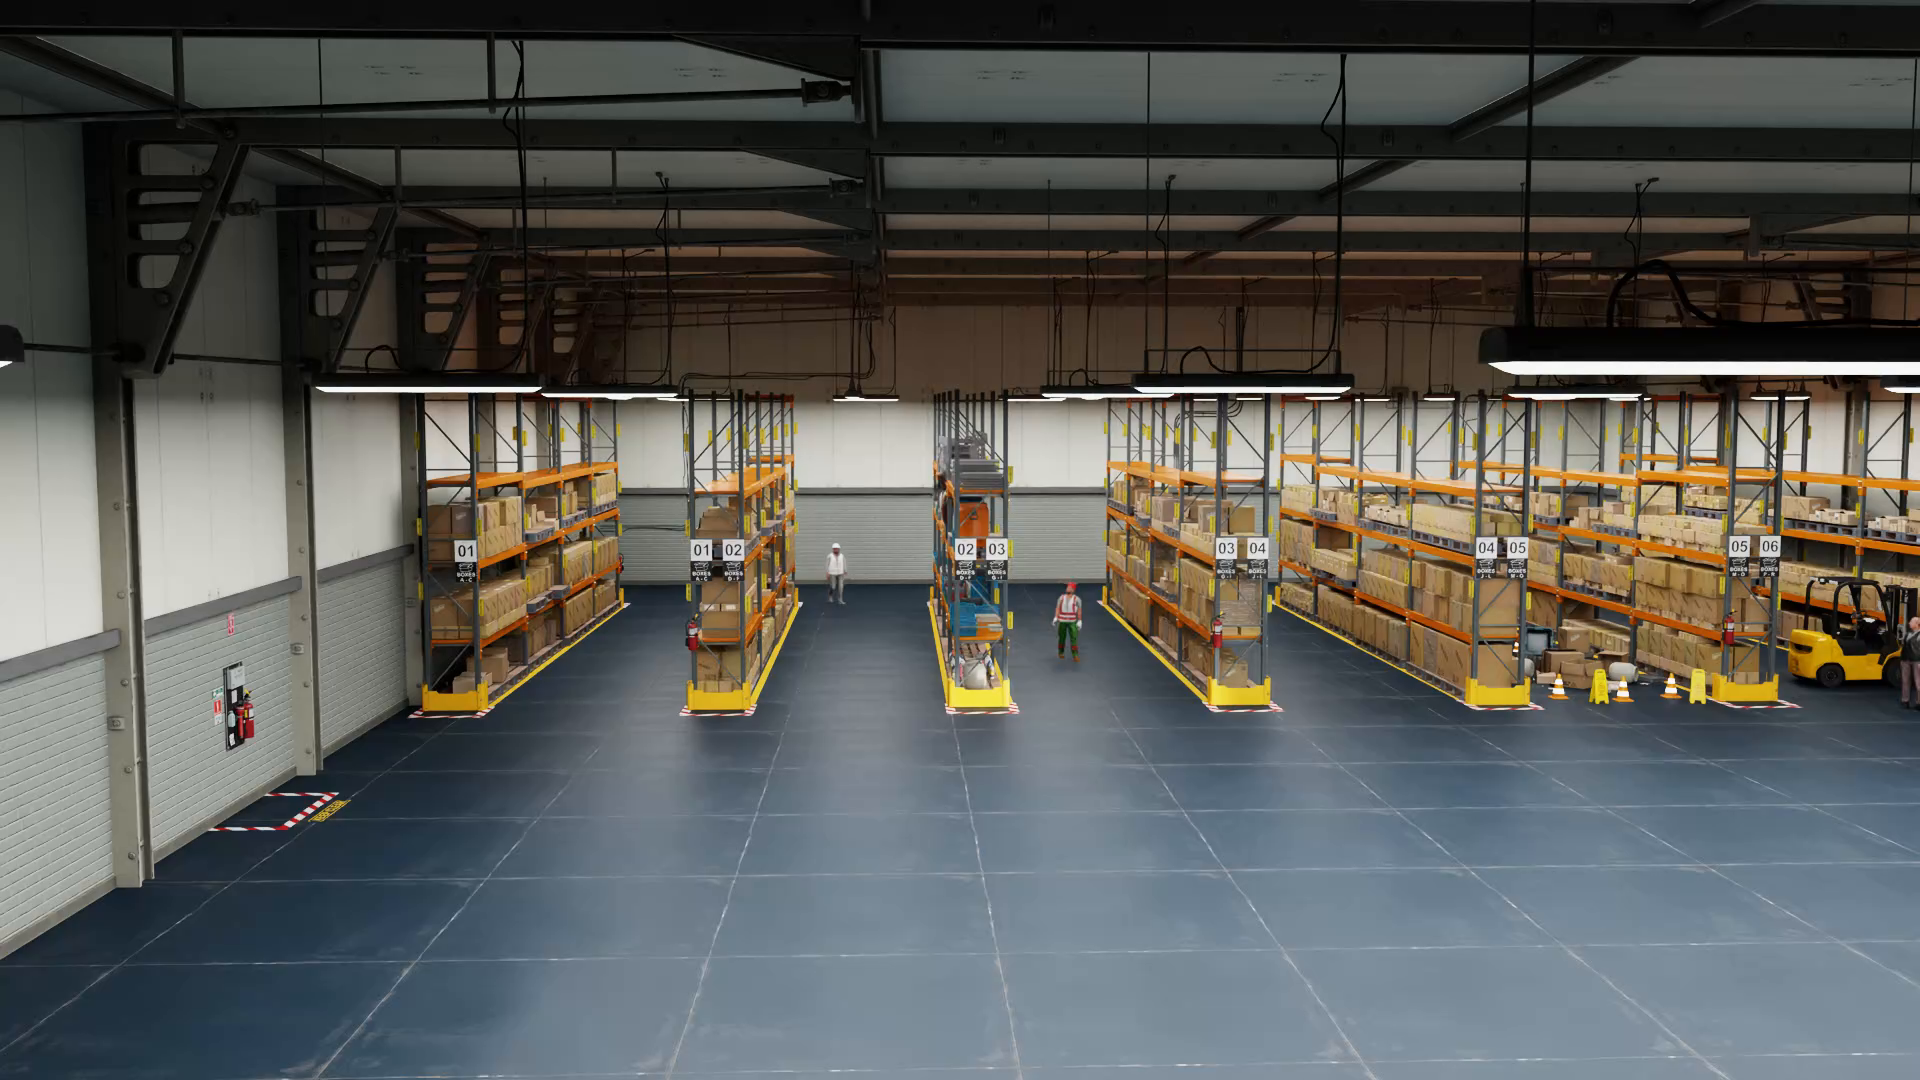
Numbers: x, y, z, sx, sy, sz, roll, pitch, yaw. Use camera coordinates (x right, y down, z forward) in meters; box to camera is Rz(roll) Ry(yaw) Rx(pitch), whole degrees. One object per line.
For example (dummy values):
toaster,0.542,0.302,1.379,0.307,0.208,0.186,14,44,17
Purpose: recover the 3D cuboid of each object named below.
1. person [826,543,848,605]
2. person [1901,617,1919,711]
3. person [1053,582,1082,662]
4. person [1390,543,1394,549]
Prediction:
person,-3.545,0.967,47.507,0.593,1.760,0.549,-2,5,-24
person,17.940,2.315,31.279,0.431,1.727,0.530,-3,5,-29
person,2.385,1.808,36.813,0.668,1.717,1.006,-1,5,-10
person,12.728,0.888,48.846,0.646,1.677,1.024,1,5,10
